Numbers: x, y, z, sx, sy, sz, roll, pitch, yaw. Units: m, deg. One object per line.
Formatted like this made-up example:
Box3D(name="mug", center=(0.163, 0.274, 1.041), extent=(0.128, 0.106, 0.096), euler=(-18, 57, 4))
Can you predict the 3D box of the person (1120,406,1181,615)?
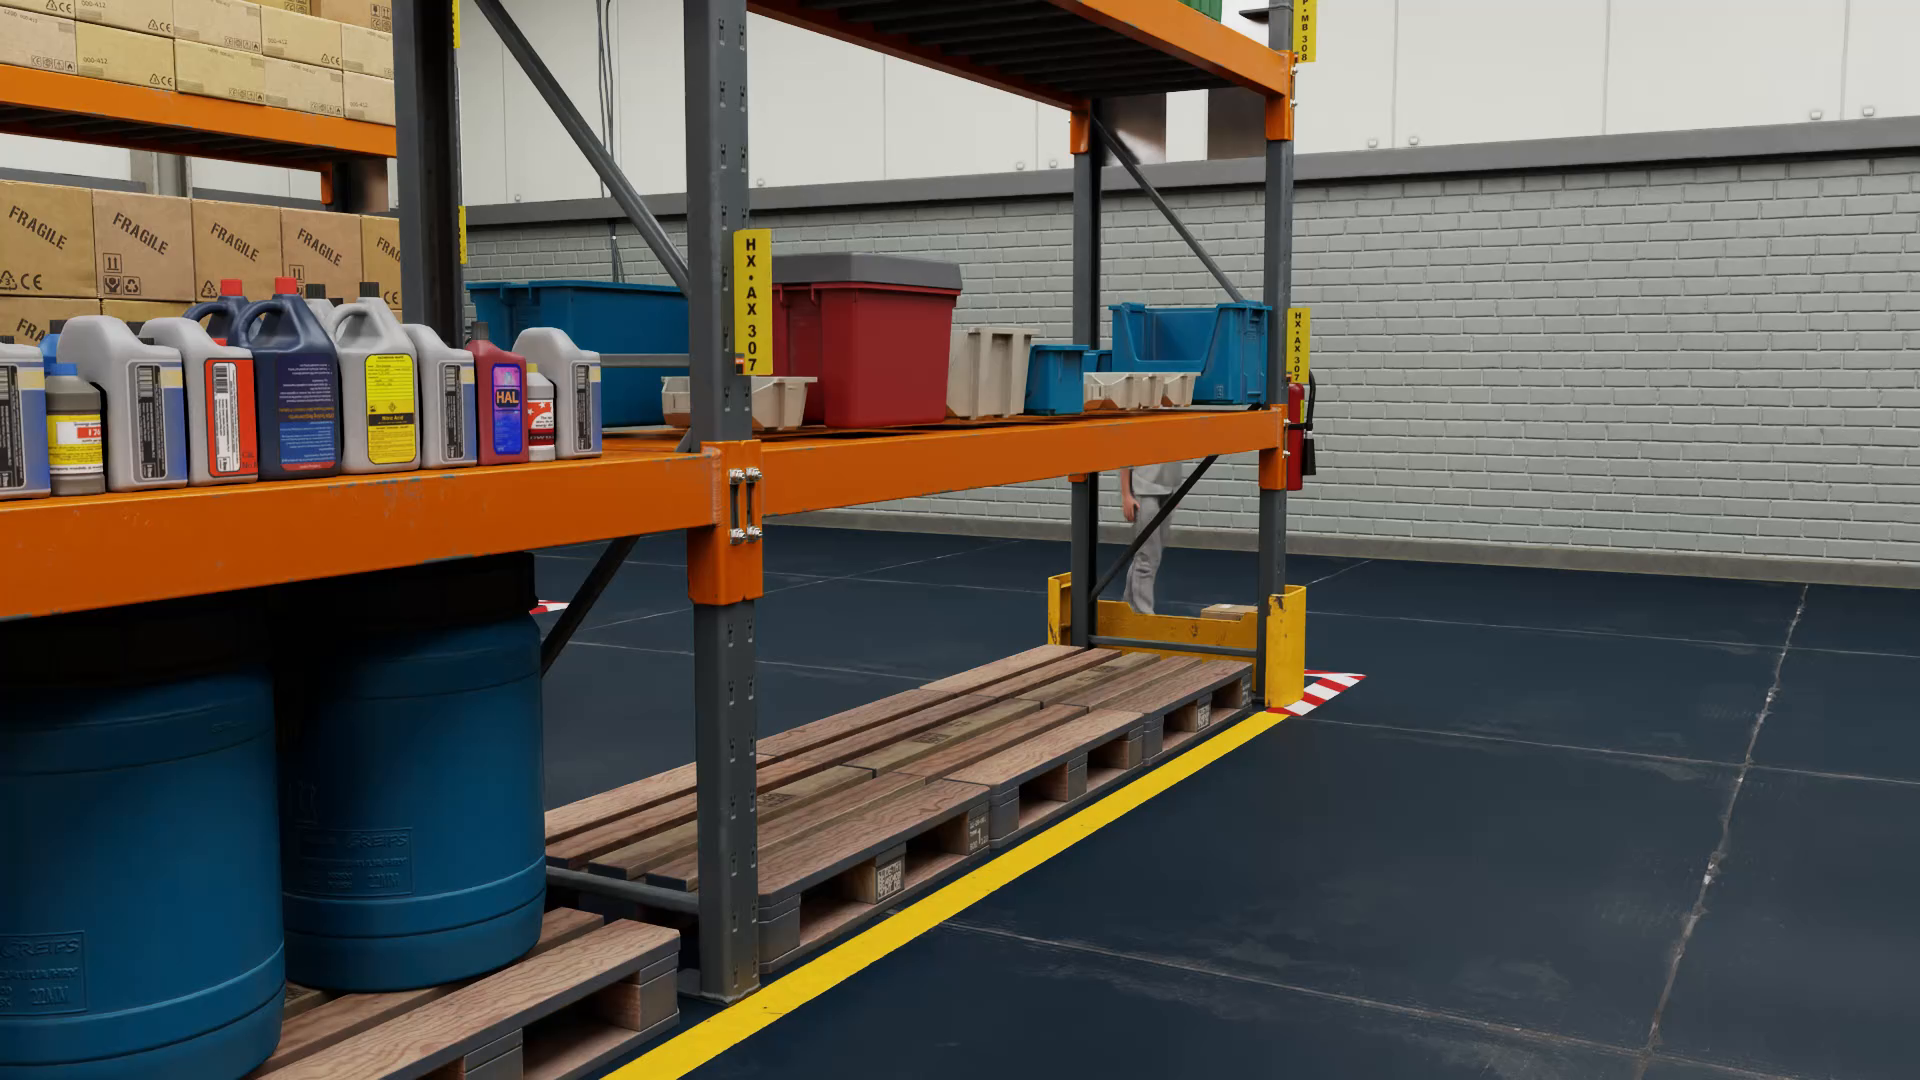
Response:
Box3D(name="person", center=(1.018, -0.230, 8.761), extent=(0.480, 1.603, 0.432), euler=(4, 7, 36))
